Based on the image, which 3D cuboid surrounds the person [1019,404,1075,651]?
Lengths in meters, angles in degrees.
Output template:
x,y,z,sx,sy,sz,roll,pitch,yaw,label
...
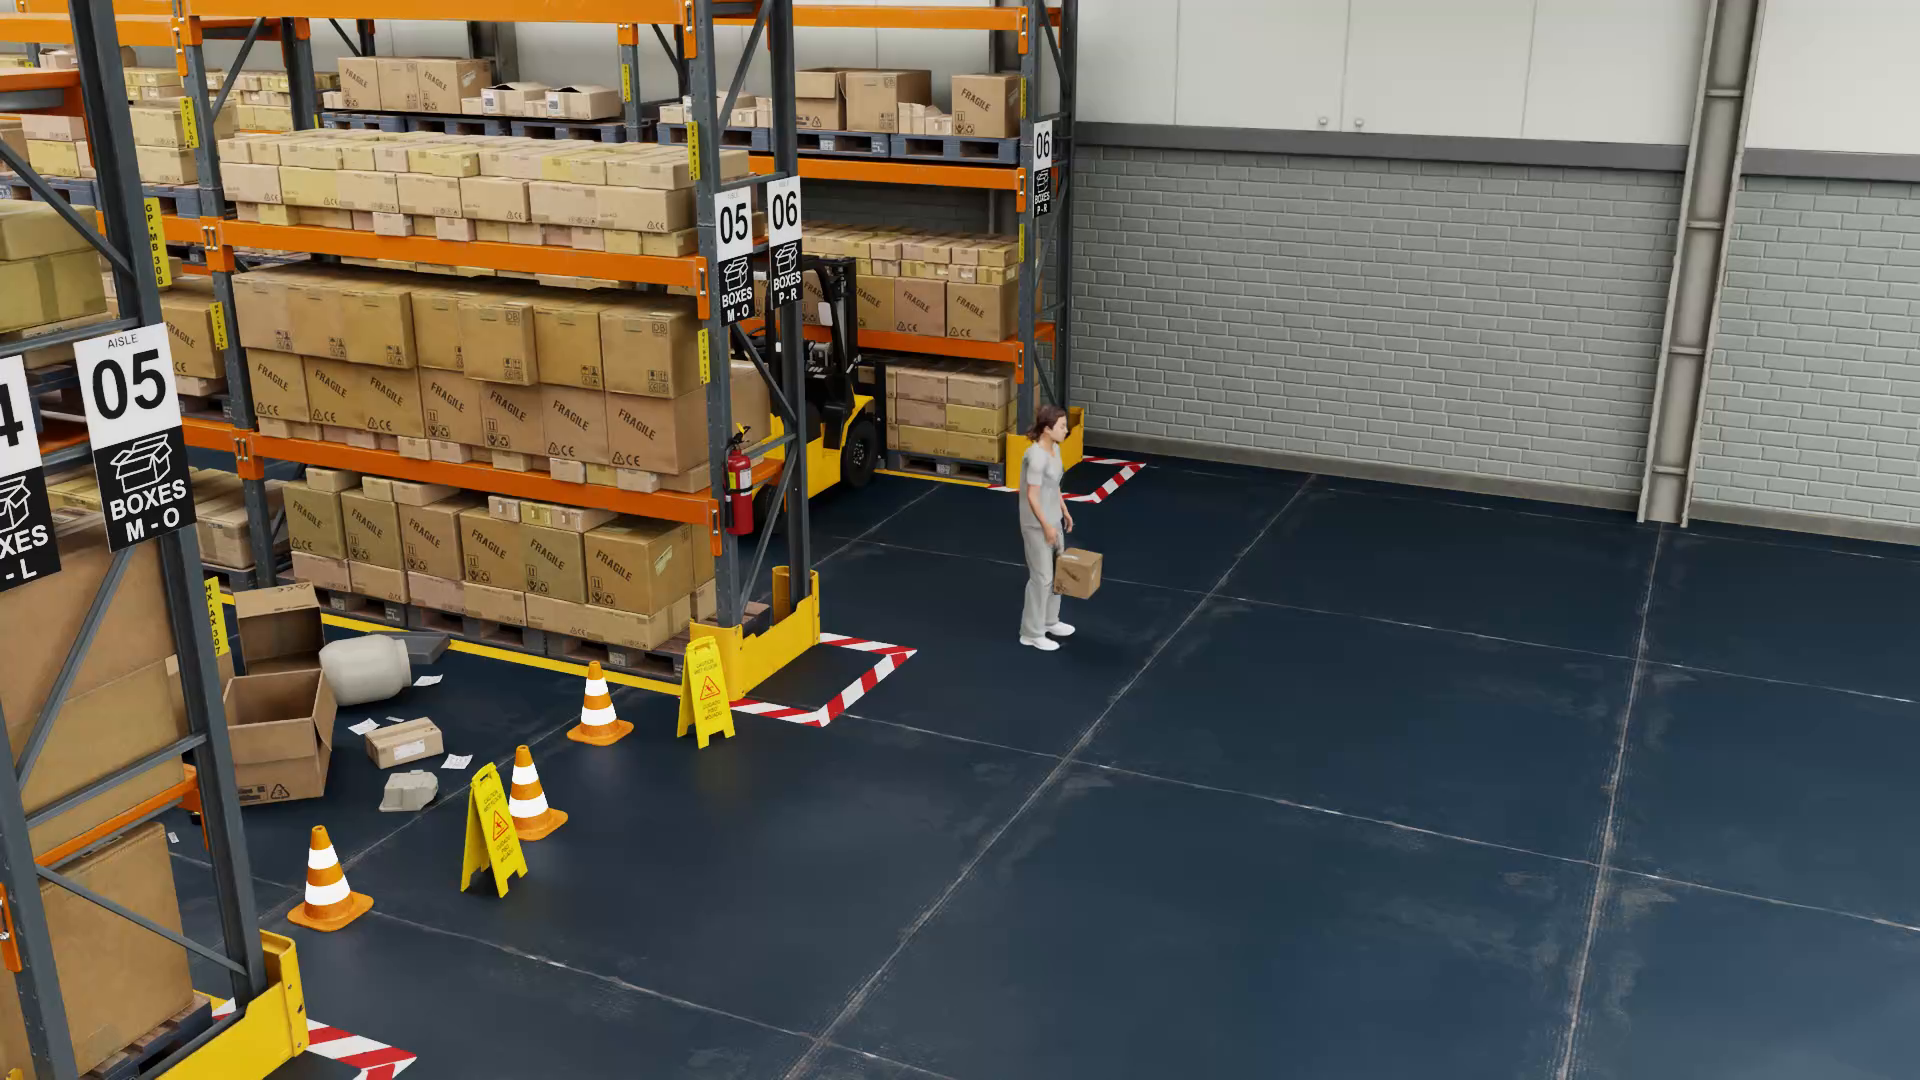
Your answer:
x,y,z,sx,sy,sz,roll,pitch,yaw,label
0.590,-0.108,11.375,0.360,1.676,0.475,8,21,21,person
